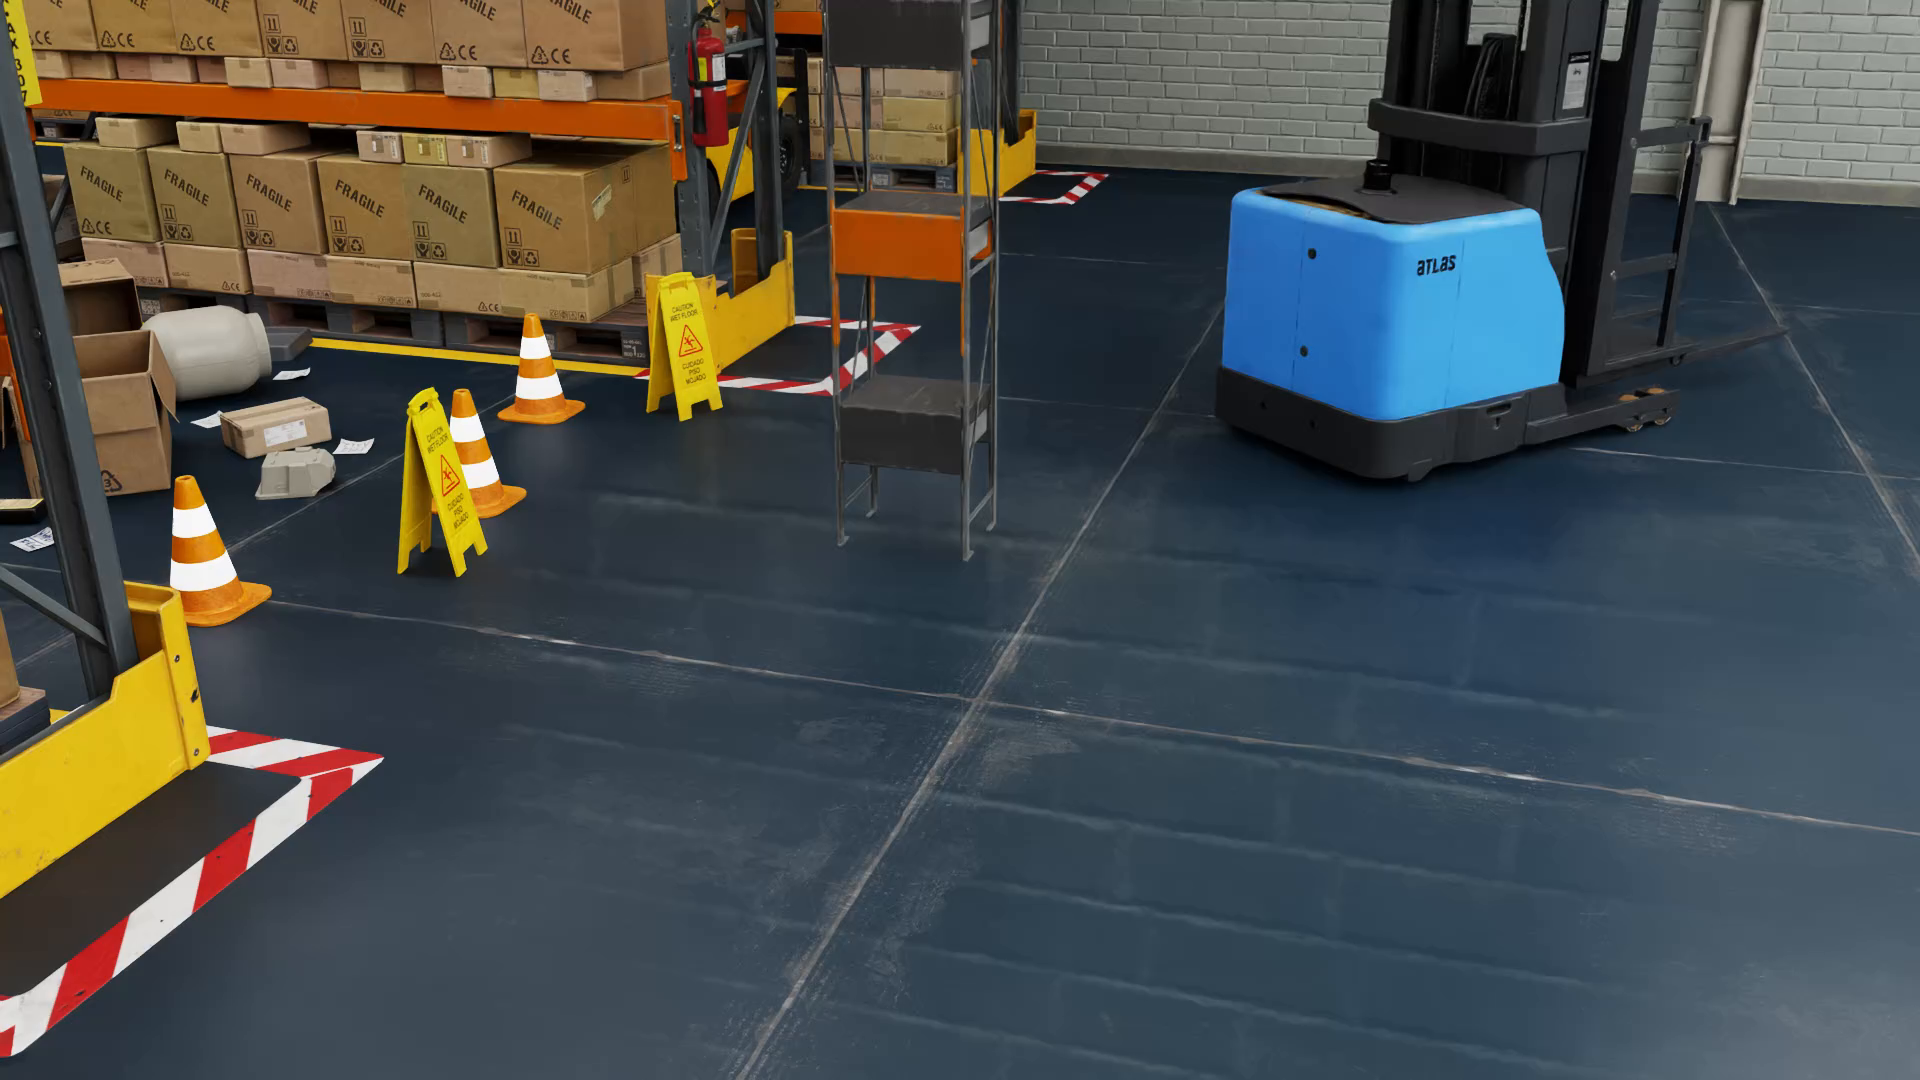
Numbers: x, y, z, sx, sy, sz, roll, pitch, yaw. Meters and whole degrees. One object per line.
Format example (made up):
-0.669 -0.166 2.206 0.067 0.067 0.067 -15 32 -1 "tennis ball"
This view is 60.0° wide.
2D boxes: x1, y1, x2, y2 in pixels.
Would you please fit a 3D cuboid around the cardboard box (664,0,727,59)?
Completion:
-1.529 -2.739 8.472 0.500 0.500 0.500 6 23 15 "cardboard box"

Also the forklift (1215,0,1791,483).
2.659 -1.995 7.271 3.031 2.935 1.130 -14 26 -30 "forklift"

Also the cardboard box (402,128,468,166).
-2.609 -2.010 8.444 0.250 0.149 0.380 7 23 16 "cardboard box"

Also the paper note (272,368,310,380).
-3.312 -0.826 8.244 0.148 0.019 0.142 -1 22 -3 "paper note"

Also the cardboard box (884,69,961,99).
-0.256 -3.529 12.672 0.500 0.250 0.500 7 23 17 "cardboard box"

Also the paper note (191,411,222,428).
-3.405 -0.552 7.590 0.142 0.019 0.148 16 27 34 "paper note"

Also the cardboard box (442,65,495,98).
-2.344 -2.290 8.232 0.250 0.149 0.380 7 23 16 "cardboard box"

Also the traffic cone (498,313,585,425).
-1.940 -0.808 7.629 0.334 0.463 0.336 7 23 16 "traffic cone"

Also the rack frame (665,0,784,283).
-1.156 -2.403 8.175 0.127 3.000 1.000 7 23 16 "rack frame"

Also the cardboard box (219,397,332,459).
-2.993 -0.494 7.277 0.380 0.149 0.250 -20 29 -39 "cardboard box"

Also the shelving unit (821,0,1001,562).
-0.158 -0.990 5.916 0.503 2.100 0.431 7 23 16 "shelving unit"

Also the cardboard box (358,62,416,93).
-2.820 -2.365 8.413 0.250 0.149 0.380 6 23 15 "cardboard box"

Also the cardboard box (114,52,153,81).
-4.256 -2.547 8.858 0.250 0.149 0.380 6 23 15 "cardboard box"

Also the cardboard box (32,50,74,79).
-4.776 -2.574 8.924 0.250 0.149 0.380 6 23 15 "cardboard box"

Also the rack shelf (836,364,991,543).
-0.158 -0.329 6.187 0.480 0.518 0.431 7 23 16 "rack shelf"

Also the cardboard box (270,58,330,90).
-3.305 -2.413 8.531 0.250 0.149 0.380 6 23 15 "cardboard box"

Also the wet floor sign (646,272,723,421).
-1.283 -0.904 7.623 0.232 0.644 0.267 16 27 34 "wet floor sign"

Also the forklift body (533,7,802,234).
-2.068 -3.359 11.625 1.214 2.155 2.313 7 23 16 "forklift body"

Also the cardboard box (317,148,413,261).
-2.980 -1.779 8.736 0.500 0.500 0.500 6 23 14 "cardboard box"

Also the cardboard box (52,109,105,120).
-7.851 -4.090 15.028 0.500 0.500 0.500 7 23 17 "cardboard box"

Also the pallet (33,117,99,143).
-8.088 -3.889 15.473 1.213 0.211 1.003 7 23 16 "pallet"

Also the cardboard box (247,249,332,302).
-3.475 -1.489 9.017 0.500 0.250 0.500 6 23 15 "cardboard box"

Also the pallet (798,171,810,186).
-1.634 -3.120 13.597 1.213 0.211 1.003 7 23 15 "pallet"

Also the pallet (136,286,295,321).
-4.332 -1.490 9.625 1.213 0.211 1.003 7 23 16 "pallet"

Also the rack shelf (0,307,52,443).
-4.403 -0.480 4.435 4.000 0.370 1.077 7 23 16 "rack shelf"

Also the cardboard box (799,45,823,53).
-1.086 -3.825 13.395 0.500 0.250 0.500 6 23 15 "cardboard box"

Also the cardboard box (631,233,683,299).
-1.848 -1.514 9.078 0.500 0.250 0.500 6 23 15 "cardboard box"

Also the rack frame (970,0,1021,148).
0.275 -4.207 12.573 0.127 3.000 1.000 7 23 16 "rack frame"

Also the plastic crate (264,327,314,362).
-3.719 -1.020 8.652 0.583 0.080 0.402 -1 22 -3 "plastic crate"

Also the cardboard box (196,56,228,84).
-3.765 -2.489 8.718 0.250 0.149 0.380 6 23 15 "cardboard box"

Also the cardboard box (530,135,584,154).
-2.373 -1.919 9.077 0.500 0.500 0.500 6 23 14 "cardboard box"

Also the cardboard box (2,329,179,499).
-3.569 -0.521 6.876 0.637 0.503 0.797 -9 24 -21 "cardboard box"

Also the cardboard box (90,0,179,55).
-4.157 -2.829 8.691 0.500 0.500 0.500 6 23 15 "cardboard box"

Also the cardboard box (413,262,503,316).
-2.501 -1.375 8.741 0.500 0.250 0.500 7 23 16 "cardboard box"

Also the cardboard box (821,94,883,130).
-0.759 -3.359 12.917 0.500 0.250 0.500 6 23 15 "cardboard box"

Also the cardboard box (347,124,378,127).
-4.798 -3.882 14.356 0.625 0.625 0.875 6 23 15 "cardboard box"

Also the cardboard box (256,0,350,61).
-3.191 -2.721 8.428 0.500 0.500 0.500 7 23 16 "cardboard box"

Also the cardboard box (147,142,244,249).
-3.982 -1.893 9.015 0.500 0.500 0.500 8 23 18 "cardboard box"

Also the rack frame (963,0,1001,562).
0.075 -0.963 5.851 0.015 2.100 0.400 7 23 16 "rack frame"

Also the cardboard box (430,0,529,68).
-2.233 -2.603 8.139 0.500 0.500 0.500 7 23 16 "cardboard box"

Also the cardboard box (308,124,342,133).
-3.854 -2.088 9.489 0.500 0.500 0.500 7 23 16 "cardboard box"

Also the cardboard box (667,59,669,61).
-1.421 -2.399 8.497 0.250 0.149 0.380 7 23 16 "cardboard box"

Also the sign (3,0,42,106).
-2.323 -1.231 4.074 0.005 0.325 0.100 7 23 16 "sign"

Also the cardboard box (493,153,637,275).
-1.998 -1.665 8.458 0.500 0.500 0.500 7 23 16 "cardboard box"

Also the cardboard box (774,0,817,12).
-1.257 -4.328 12.736 0.500 0.500 0.500 6 23 14 "cardboard box"

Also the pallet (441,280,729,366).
-1.996 -1.223 8.973 1.213 0.211 1.003 7 23 16 "pallet"

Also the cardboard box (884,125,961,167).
-0.266 -3.066 12.861 0.500 0.250 0.500 7 23 16 "cardboard box"

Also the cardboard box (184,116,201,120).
-6.791 -4.106 14.903 0.625 0.625 0.875 7 23 17 "cardboard box"

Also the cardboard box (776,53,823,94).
-1.233 -3.634 12.929 0.500 0.250 0.500 7 23 16 "cardboard box"

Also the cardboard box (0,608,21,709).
-3.157 0.145 4.210 0.875 0.875 0.875 7 23 16 "cardboard box"

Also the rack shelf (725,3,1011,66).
-1.640 -4.093 13.244 4.000 0.370 1.077 7 23 16 "rack shelf"

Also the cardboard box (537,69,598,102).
-1.850 -2.237 8.103 0.250 0.149 0.380 6 23 15 "cardboard box"

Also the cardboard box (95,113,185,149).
-4.396 -2.212 8.938 0.250 0.149 0.380 7 23 16 "cardboard box"

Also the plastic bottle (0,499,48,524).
-3.707 -0.111 6.460 0.283 0.061 0.133 -1 22 -3 "plastic bottle"

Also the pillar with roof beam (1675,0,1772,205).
4.369 -5.164 7.002 0.400 9.000 9.100 7 23 16 "pillar with roof beam"

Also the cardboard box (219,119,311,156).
-3.645 -2.128 8.732 0.250 0.149 0.380 8 24 19 "cardboard box"

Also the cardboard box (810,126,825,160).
-1.216 -3.182 13.144 0.500 0.250 0.500 7 23 16 "cardboard box"

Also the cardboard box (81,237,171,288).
-4.498 -1.601 9.290 0.500 0.250 0.500 5 23 13 "cardboard box"

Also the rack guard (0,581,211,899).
-2.466 0.566 4.232 0.348 0.500 1.175 7 23 16 "rack guard"
